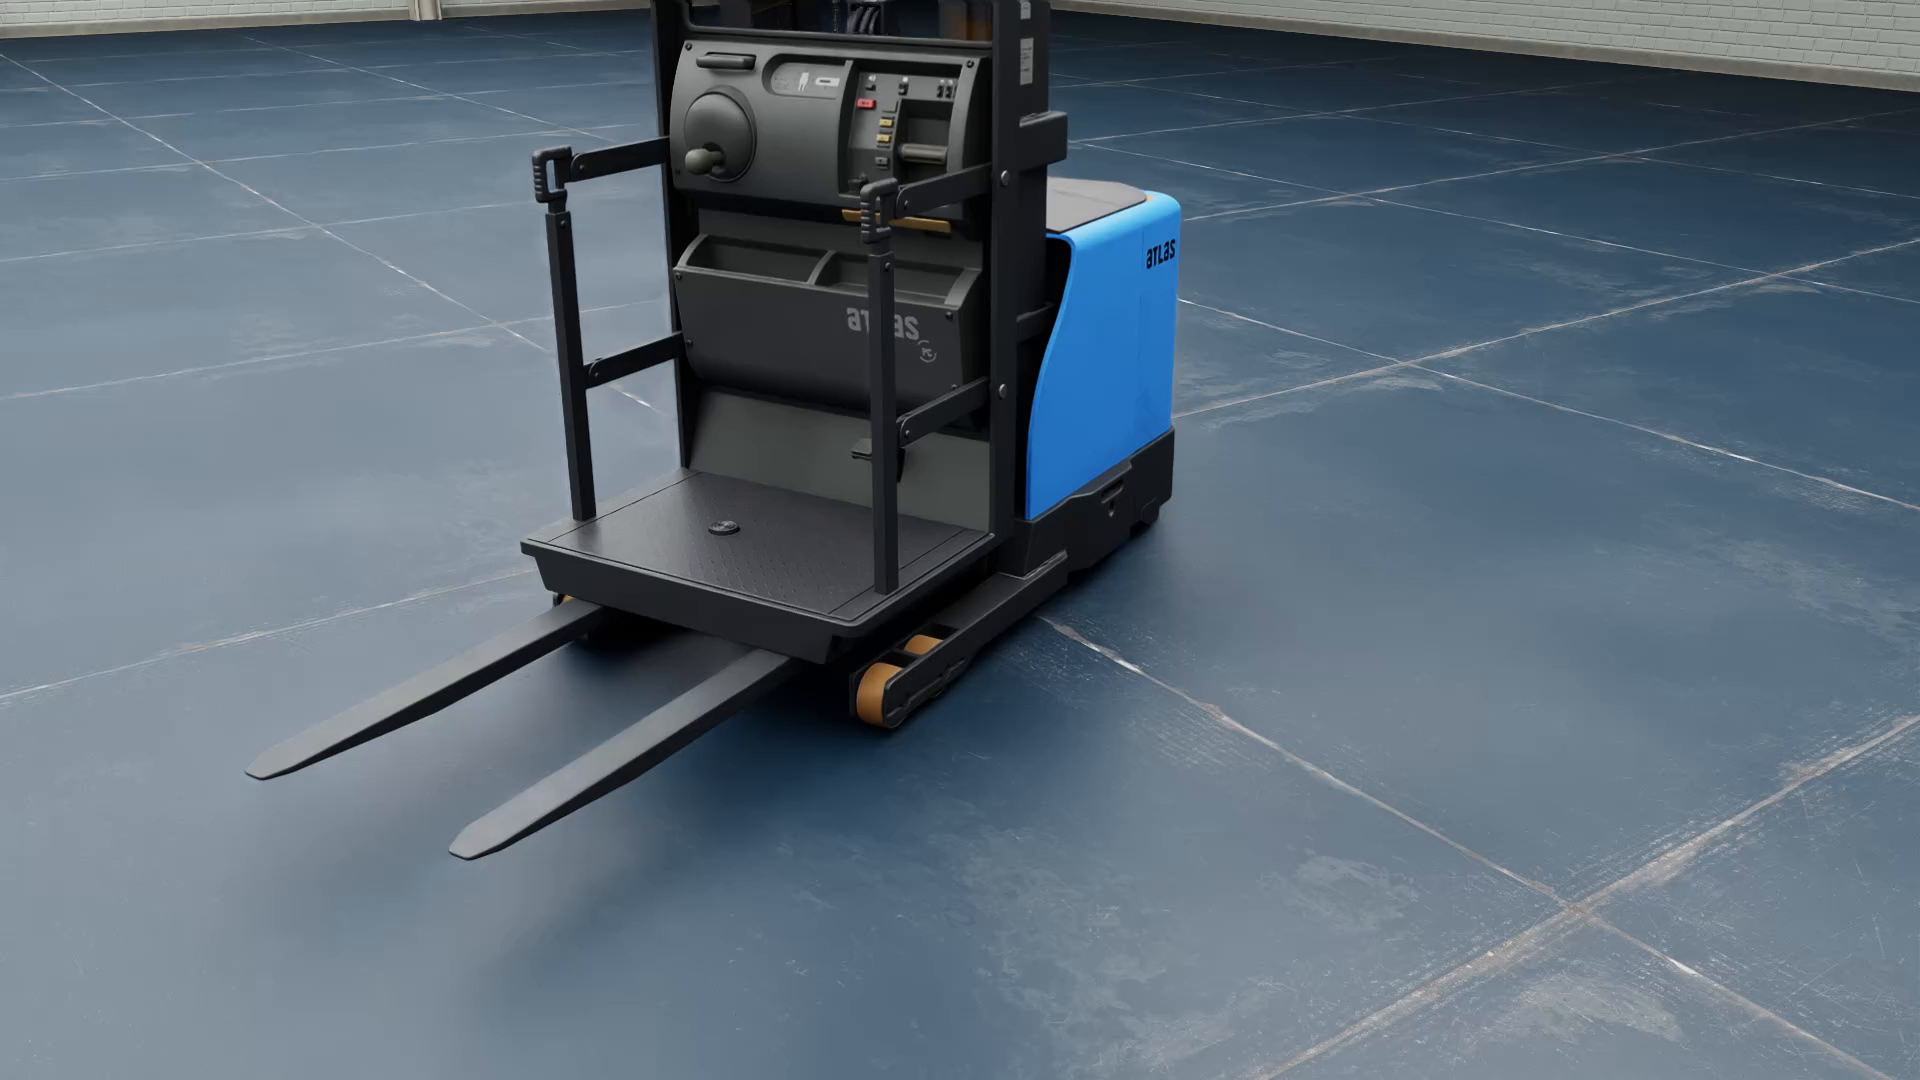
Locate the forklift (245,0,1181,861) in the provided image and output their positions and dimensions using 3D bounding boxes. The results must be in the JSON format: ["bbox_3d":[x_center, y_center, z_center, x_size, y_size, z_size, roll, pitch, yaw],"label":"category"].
[{"bbox_3d":[-0.473,-1.079,4.145,1.130,2.935,3.031,12,25,28],"label":"forklift"}]

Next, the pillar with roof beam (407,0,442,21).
[{"bbox_3d":[-5.535,-10.730,20.145,0.400,9.000,9.100,-15,26,-33],"label":"pillar with roof beam"}]
